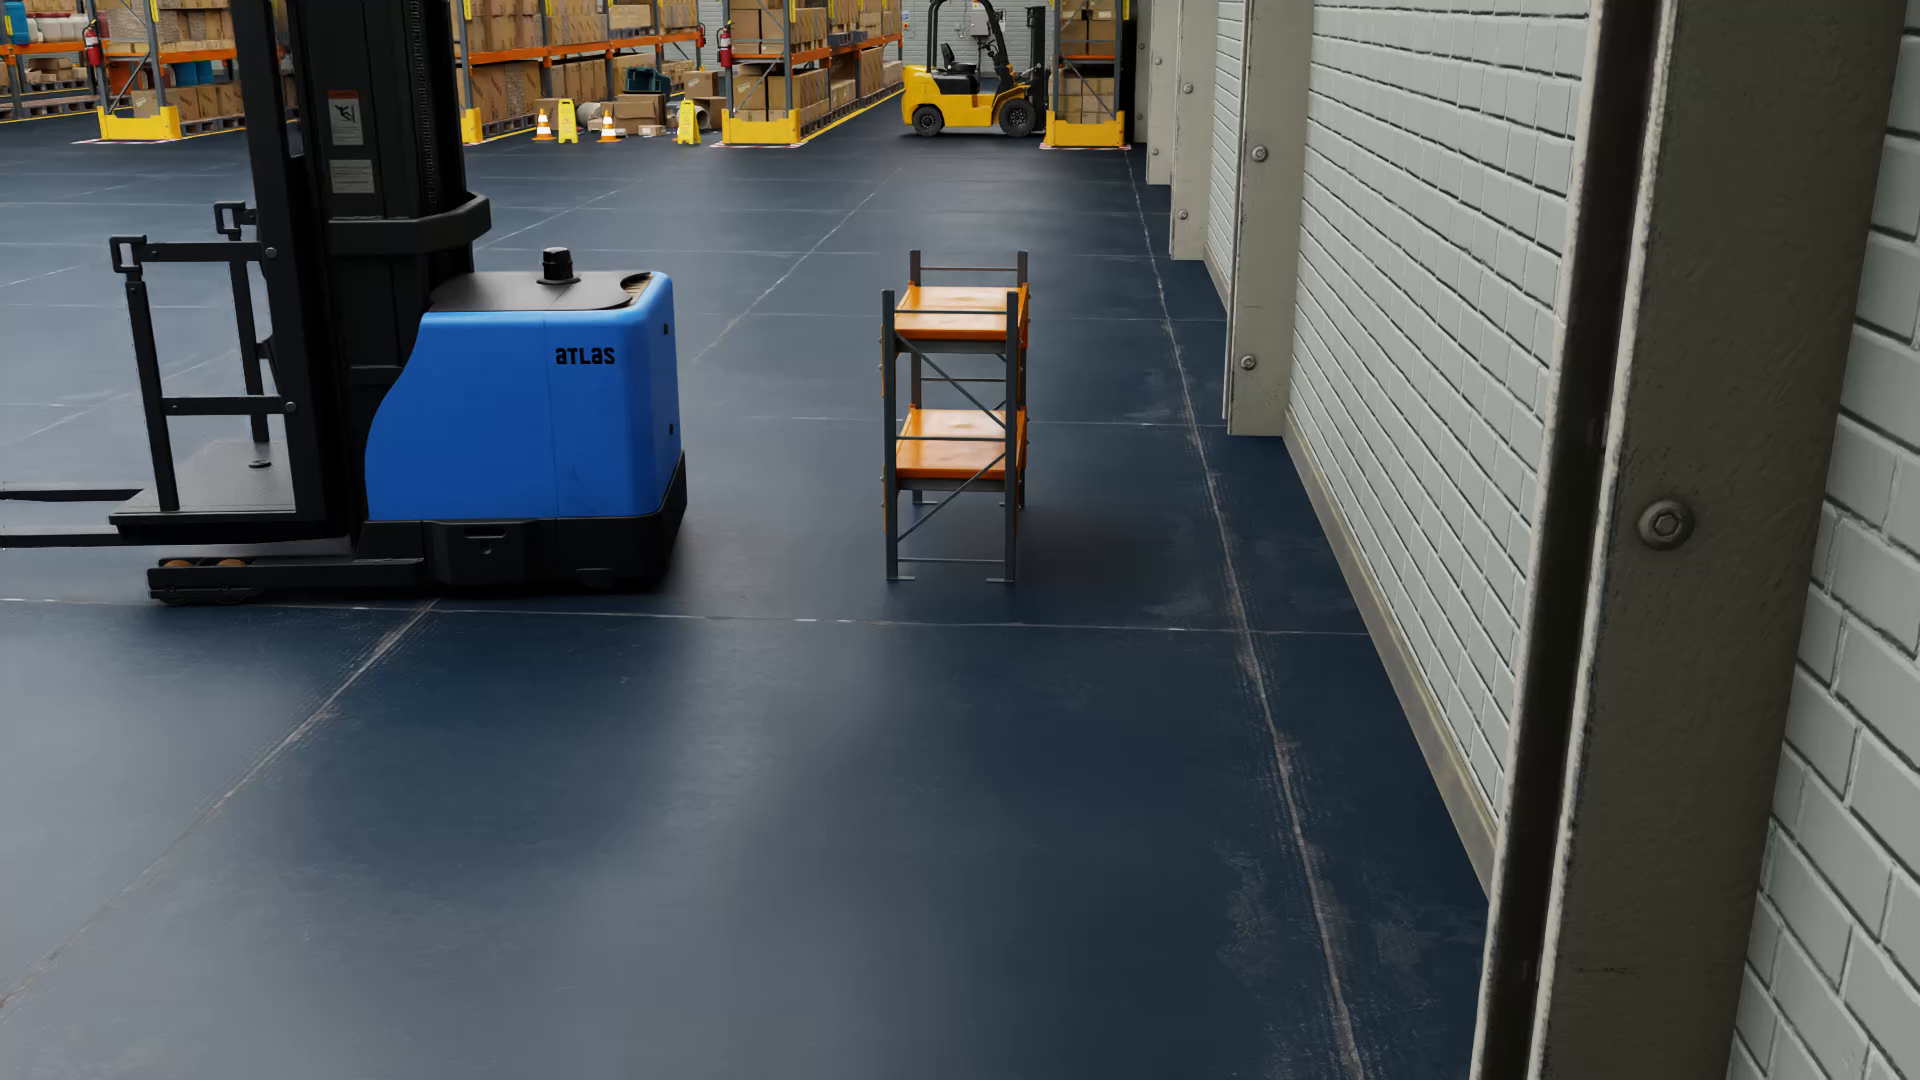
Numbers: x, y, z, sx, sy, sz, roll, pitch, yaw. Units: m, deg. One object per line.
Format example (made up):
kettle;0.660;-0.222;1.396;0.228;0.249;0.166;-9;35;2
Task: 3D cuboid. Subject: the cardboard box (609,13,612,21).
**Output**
cardboard box;-7.193;-10.460;33.279;0.380;0.149;0.250;2;18;6

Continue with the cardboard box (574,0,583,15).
cardboard box;-7.540;-10.160;31.345;0.700;0.500;0.500;1;18;3

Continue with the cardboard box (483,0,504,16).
cardboard box;-7.813;-8.651;26.531;0.875;0.550;0.550;1;18;4

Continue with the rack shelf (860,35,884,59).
rack shelf;-2.340;-10.293;34.673;1.077;0.370;4.000;1;18;4

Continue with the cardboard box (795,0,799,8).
cardboard box;-3.077;-9.145;27.772;0.700;0.500;0.500;1;18;4

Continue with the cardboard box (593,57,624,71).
cardboard box;-7.137;-9.670;33.751;0.500;0.250;0.500;0;18;1

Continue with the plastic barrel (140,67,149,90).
plastic barrel;-17.339;-9.692;35.006;0.421;0.512;0.421;0;18;0

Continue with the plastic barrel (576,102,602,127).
plastic barrel;-6.266;-7.240;28.337;0.512;0.421;0.421;17;25;41

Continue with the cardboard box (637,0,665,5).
cardboard box;-6.866;-12.134;36.892;0.500;0.500;0.500;2;18;5

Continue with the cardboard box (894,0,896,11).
cardboard box;-1.754;-12.549;38.638;0.500;0.500;0.500;1;18;4

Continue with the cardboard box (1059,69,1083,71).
cardboard box;1.833;-7.886;28.310;0.500;0.250;0.500;1;18;3

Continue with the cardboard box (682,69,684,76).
cardboard box;-6.705;-10.991;39.076;0.380;0.149;0.250;2;18;7

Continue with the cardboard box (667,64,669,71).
cardboard box;-6.866;-10.810;38.046;0.380;0.149;0.250;1;18;2

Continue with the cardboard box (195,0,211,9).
cardboard box;-12.553;-8.889;26.991;0.500;0.500;0.500;1;18;4

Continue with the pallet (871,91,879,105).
pallet;-2.262;-9.310;34.995;1.003;0.211;1.213;1;18;4

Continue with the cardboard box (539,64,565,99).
cardboard box;-7.760;-8.176;29.995;1.050;0.750;0.750;1;18;4

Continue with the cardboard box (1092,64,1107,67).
cardboard box;2.816;-9.379;33.027;0.380;0.149;0.250;2;18;7

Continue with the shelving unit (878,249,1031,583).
shelving unit;0.000;-0.537;6.754;0.538;1.125;1.048;1;18;4

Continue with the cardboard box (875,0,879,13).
cardboard box;-2.008;-11.473;35.354;0.500;0.500;0.500;2;18;5

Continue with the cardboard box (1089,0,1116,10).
cardboard box;2.131;-8.016;24.889;0.380;0.149;0.250;1;18;3

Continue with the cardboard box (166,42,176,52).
cardboard box;-12.646;-7.791;26.287;0.380;0.149;0.250;1;18;4

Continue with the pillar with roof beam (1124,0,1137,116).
pillar with roof beam;-1.021;-12.426;30.393;9.100;9.000;0.400;1;18;4

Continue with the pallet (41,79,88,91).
pallet;-21.827;-10.967;40.055;1.003;0.211;1.213;1;18;4

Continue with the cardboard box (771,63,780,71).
cardboard box;-3.202;-7.871;27.621;0.380;0.149;0.250;2;18;7

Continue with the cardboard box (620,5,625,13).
cardboard box;-7.126;-10.921;34.208;0.380;0.149;0.250;2;18;6

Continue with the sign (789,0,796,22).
sign;-2.516;-7.928;24.911;0.100;0.325;0.005;1;18;4

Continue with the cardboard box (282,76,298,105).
cardboard box;-12.536;-8.352;30.902;0.700;0.500;0.500;1;18;4

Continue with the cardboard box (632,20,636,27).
cardboard box;-7.063;-10.883;35.047;0.380;0.149;0.250;2;18;6

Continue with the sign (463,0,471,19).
sign;-7.449;-8.043;25.134;0.100;0.325;0.005;1;18;4

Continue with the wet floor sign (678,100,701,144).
wet floor sign;-4.138;-6.375;25.342;0.267;0.644;0.232;8;20;23

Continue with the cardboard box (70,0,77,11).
cardboard box;-21.501;-13.002;40.020;0.500;0.500;0.500;2;18;5

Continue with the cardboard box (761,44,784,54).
cardboard box;-2.826;-7.510;25.430;0.380;0.149;0.250;1;18;4

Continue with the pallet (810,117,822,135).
pallet;-2.868;-6.857;27.510;1.003;0.211;1.213;1;18;4

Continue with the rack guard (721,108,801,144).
rack guard;-3.052;-6.365;25.544;1.175;0.500;0.348;1;18;4

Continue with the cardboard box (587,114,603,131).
cardboard box;-6.001;-6.976;27.787;0.396;0.266;0.258;4;19;13

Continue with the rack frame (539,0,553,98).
rack frame;-7.715;-8.850;29.116;1.000;3.000;0.127;1;18;4

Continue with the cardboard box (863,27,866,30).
cardboard box;-2.178;-10.249;33.624;0.500;0.250;0.500;1;18;2

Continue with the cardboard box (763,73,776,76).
cardboard box;-3.226;-7.195;26.601;0.500;0.500;0.500;2;18;6

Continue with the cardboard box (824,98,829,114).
cardboard box;-2.545;-7.475;28.658;0.500;0.250;0.500;2;18;6

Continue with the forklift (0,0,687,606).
forklift;-2.662;-1.319;6.240;3.031;2.935;1.130;-1;18;-3

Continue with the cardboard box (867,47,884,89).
cardboard box;-2.162;-10.251;36.129;0.875;0.875;0.875;2;18;6

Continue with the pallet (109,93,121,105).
pallet;-17.293;-9.266;34.863;1.003;0.211;1.213;1;18;4

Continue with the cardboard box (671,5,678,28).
cardboard box;-6.754;-11.982;38.033;0.500;0.500;0.500;1;18;3

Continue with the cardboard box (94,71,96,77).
cardboard box;-21.587;-11.506;41.065;0.380;0.166;0.250;1;18;4

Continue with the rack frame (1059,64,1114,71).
rack frame;2.181;-8.662;28.540;1.000;3.000;0.127;1;18;4

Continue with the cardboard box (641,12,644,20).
cardboard box;-7.011;-11.270;35.751;0.380;0.149;0.250;2;18;6

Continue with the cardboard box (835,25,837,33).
cardboard box;-2.389;-9.093;29.587;0.380;0.149;0.250;2;18;5

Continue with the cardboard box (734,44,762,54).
cardboard box;-3.244;-7.531;25.491;0.380;0.149;0.250;2;18;6

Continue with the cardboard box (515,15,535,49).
cardboard box;-7.746;-8.635;28.219;0.875;0.550;0.550;1;18;4
